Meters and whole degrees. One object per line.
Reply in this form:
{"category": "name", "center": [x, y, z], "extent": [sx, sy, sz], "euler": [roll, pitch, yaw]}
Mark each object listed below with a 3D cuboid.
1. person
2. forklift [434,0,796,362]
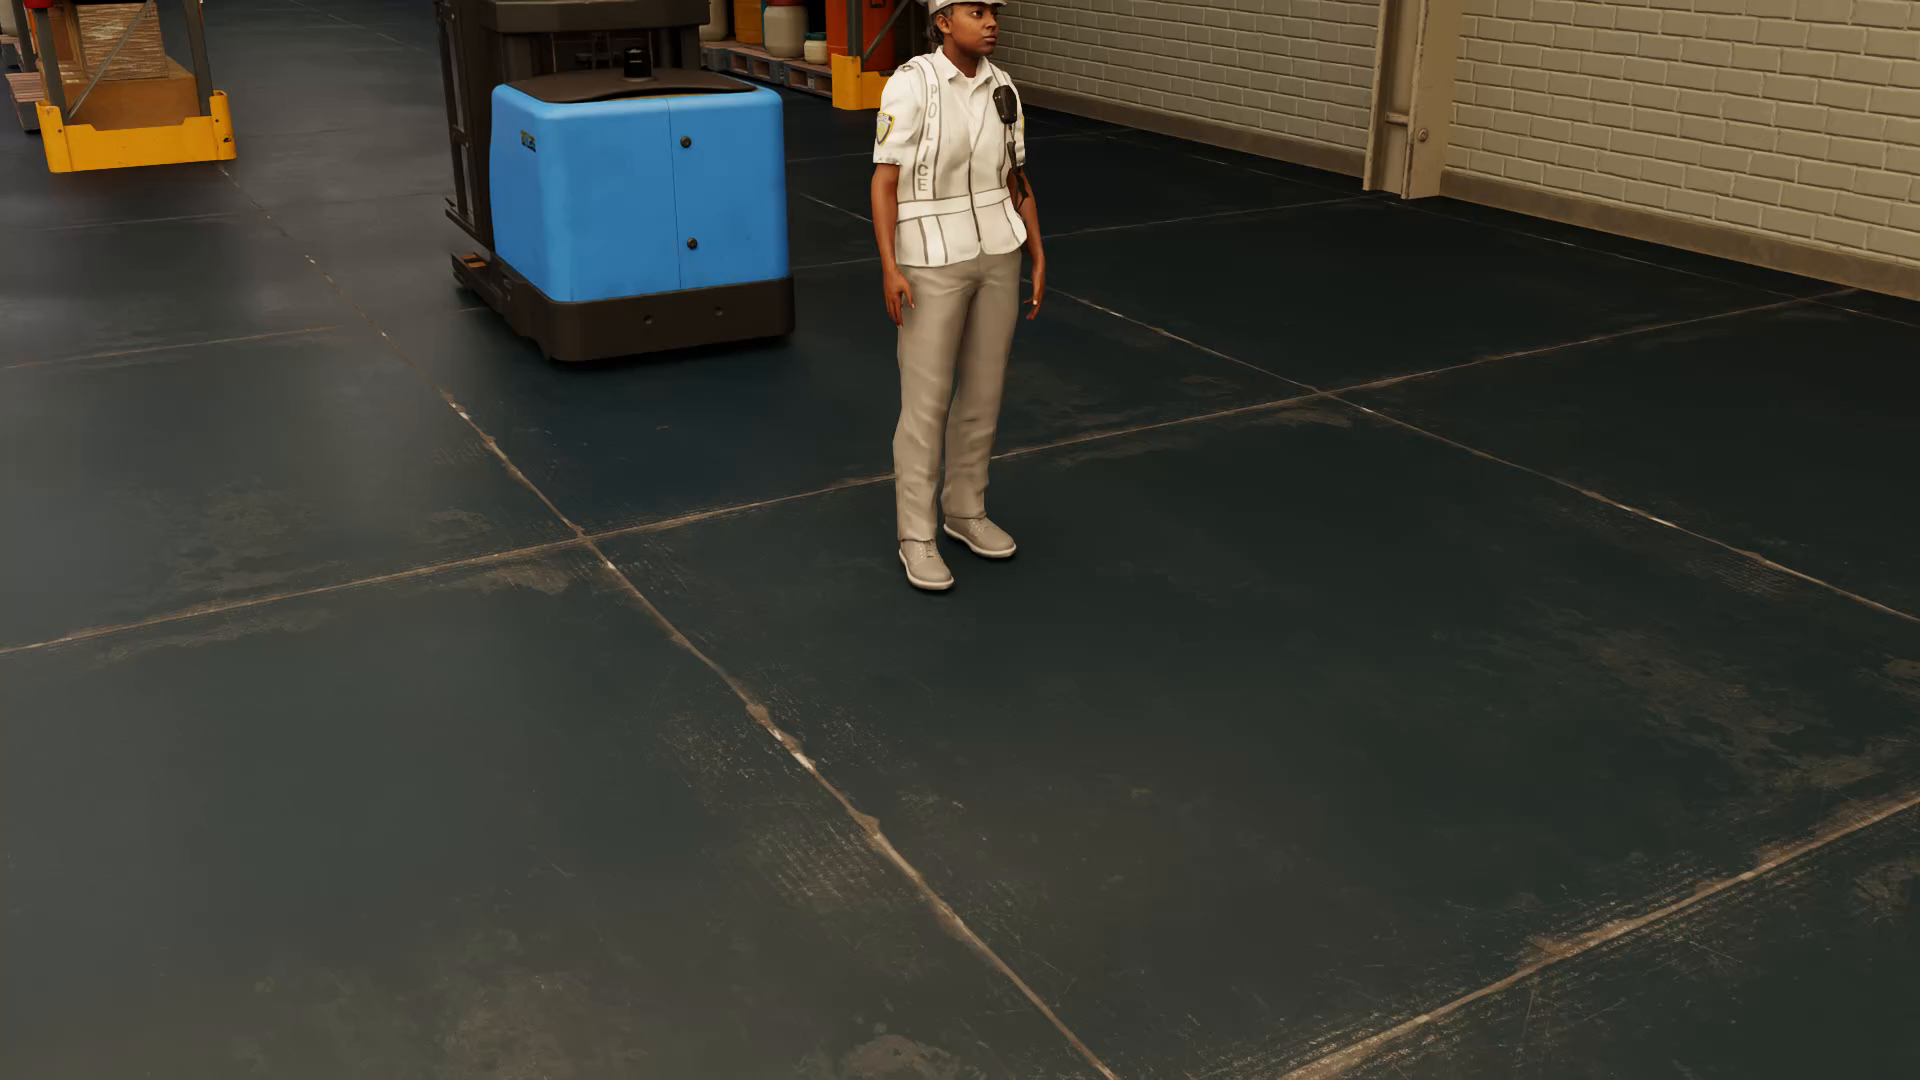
{"category": "person", "center": [0.020, -0.761, 4.742], "extent": [0.569, 1.692, 0.530], "euler": [-12, 25, -28]}
{"category": "forklift", "center": [-1.834, -2.595, 7.597], "extent": [1.130, 2.935, 3.031], "euler": [-11, 25, -25]}
